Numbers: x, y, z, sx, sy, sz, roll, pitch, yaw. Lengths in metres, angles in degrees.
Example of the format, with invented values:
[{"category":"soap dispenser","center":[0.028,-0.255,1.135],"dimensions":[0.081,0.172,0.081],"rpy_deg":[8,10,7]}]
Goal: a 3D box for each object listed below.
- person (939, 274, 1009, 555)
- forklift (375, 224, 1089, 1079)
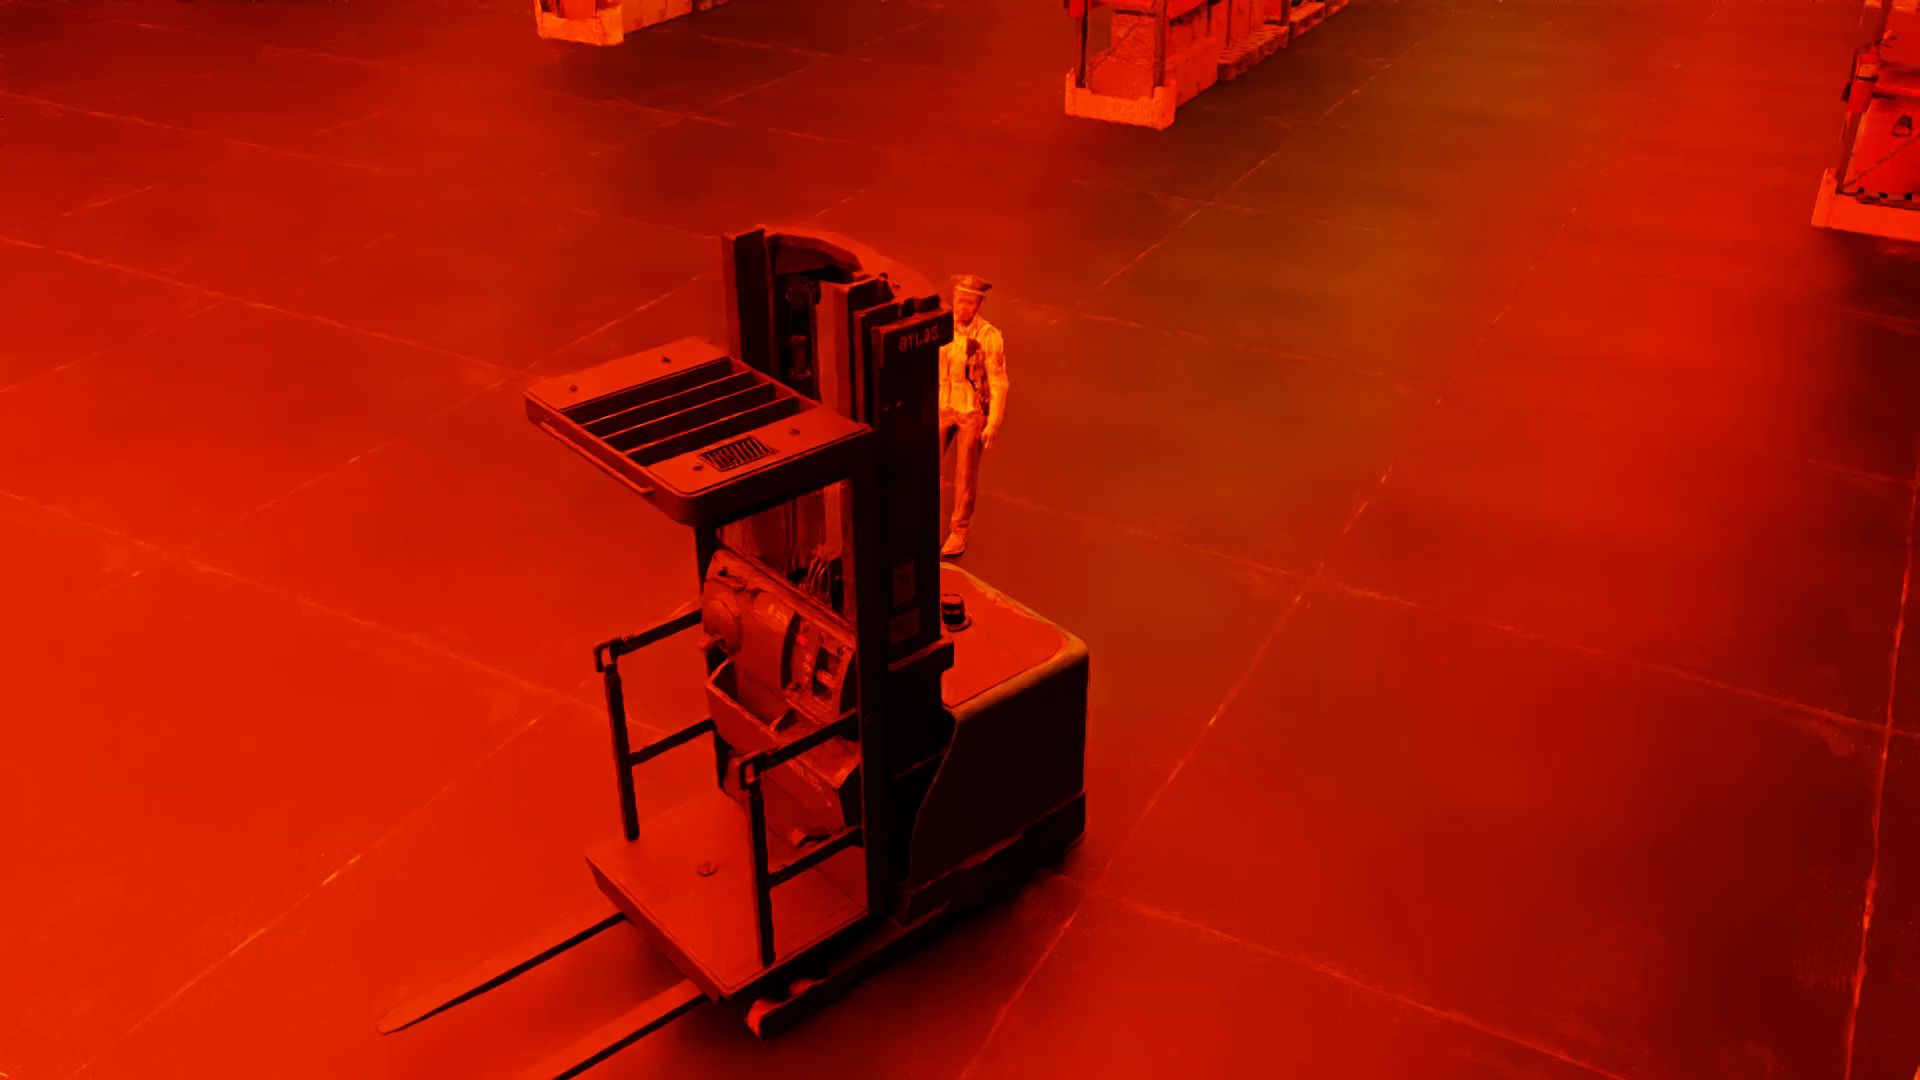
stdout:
[{"category":"person","center":[-0.039,-0.713,9.527],"dimensions":[0.586,1.695,0.533],"rpy_deg":[15,33,25]},{"category":"forklift","center":[-0.875,0.405,6.369],"dimensions":[3.031,2.935,1.130],"rpy_deg":[-24,37,-35]}]
